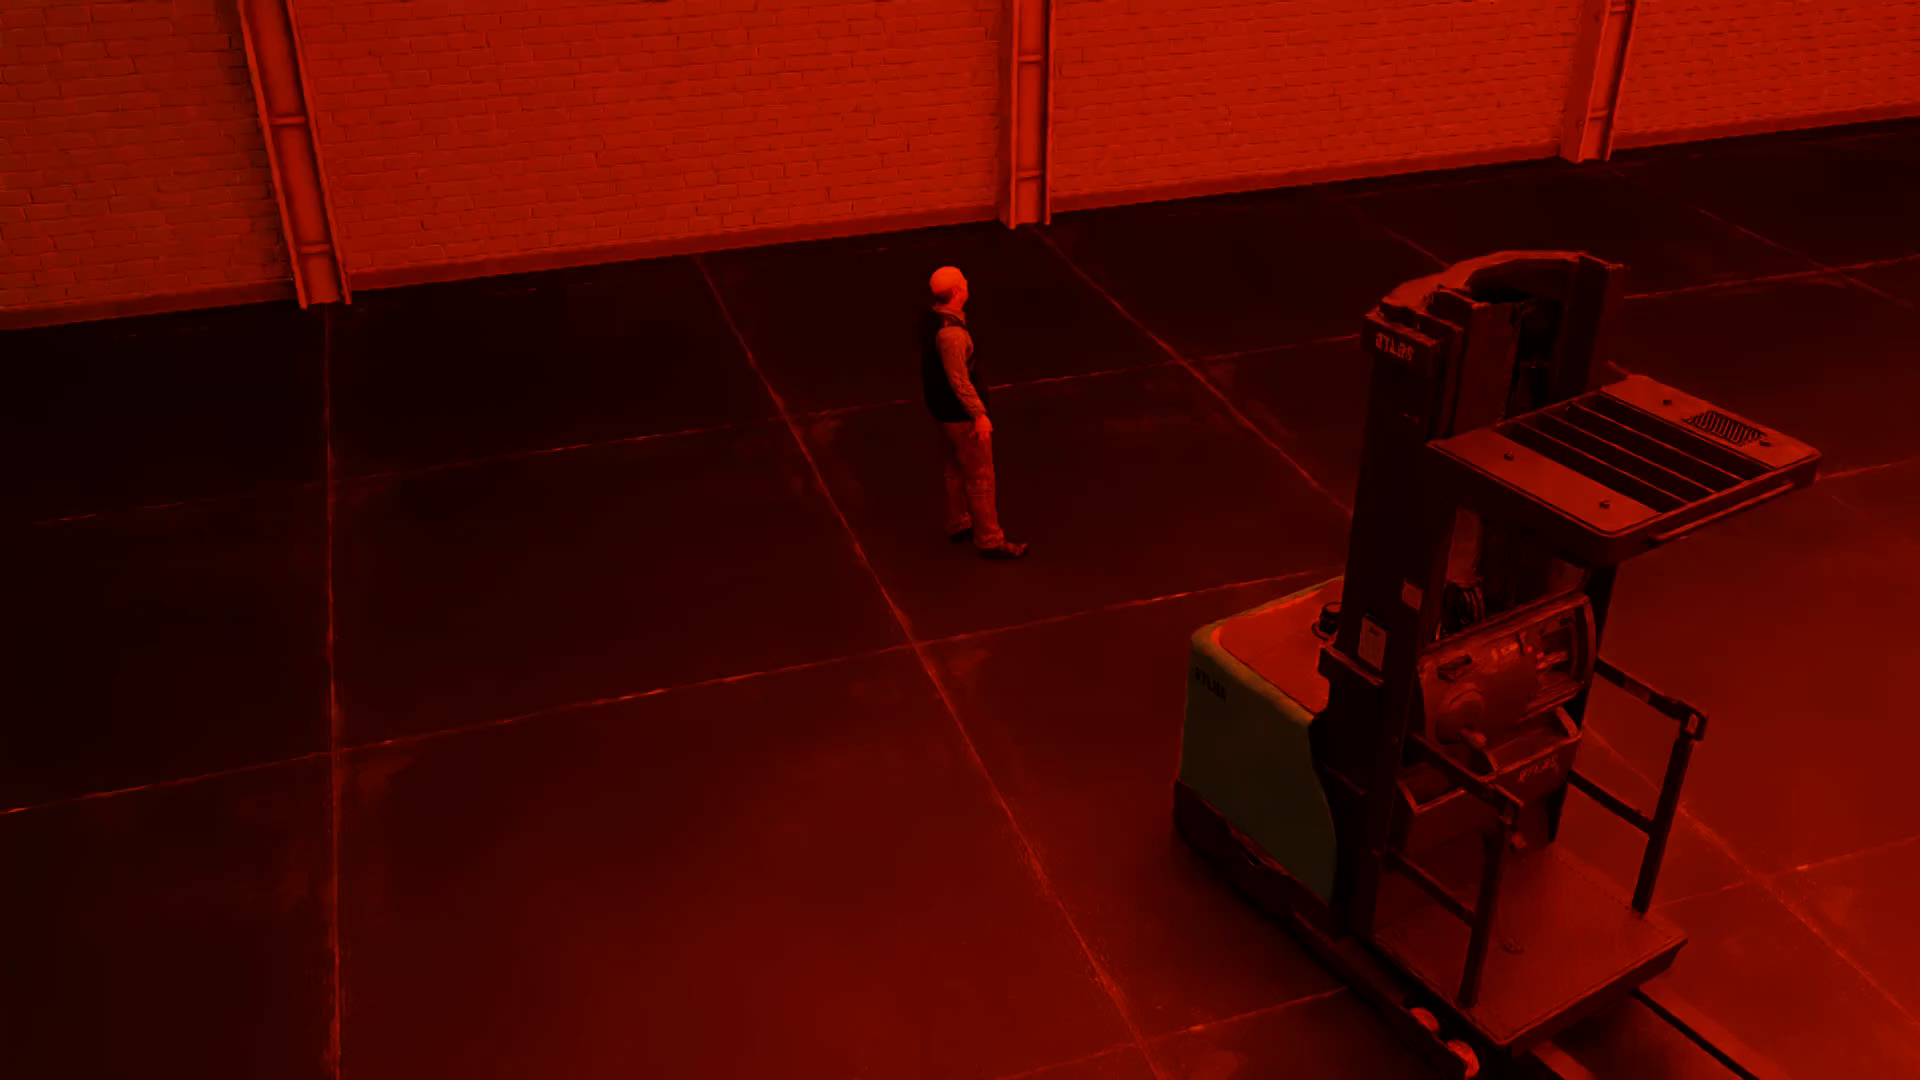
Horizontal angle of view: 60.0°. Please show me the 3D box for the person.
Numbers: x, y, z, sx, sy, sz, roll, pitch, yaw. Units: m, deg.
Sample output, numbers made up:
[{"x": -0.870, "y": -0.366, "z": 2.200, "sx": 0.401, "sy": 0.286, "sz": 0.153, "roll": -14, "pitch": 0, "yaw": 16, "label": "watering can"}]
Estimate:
[{"x": 0.062, "y": -0.758, "z": 9.604, "sx": 0.567, "sy": 1.720, "sz": 0.632, "roll": -10, "pitch": 31, "yaw": -16, "label": "person"}]

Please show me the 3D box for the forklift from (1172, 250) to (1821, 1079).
[{"x": 2.185, "y": 0.547, "z": 6.136, "sx": 1.130, "sy": 2.935, "sz": 3.031, "roll": -17, "pitch": 34, "yaw": -27, "label": "forklift"}]
